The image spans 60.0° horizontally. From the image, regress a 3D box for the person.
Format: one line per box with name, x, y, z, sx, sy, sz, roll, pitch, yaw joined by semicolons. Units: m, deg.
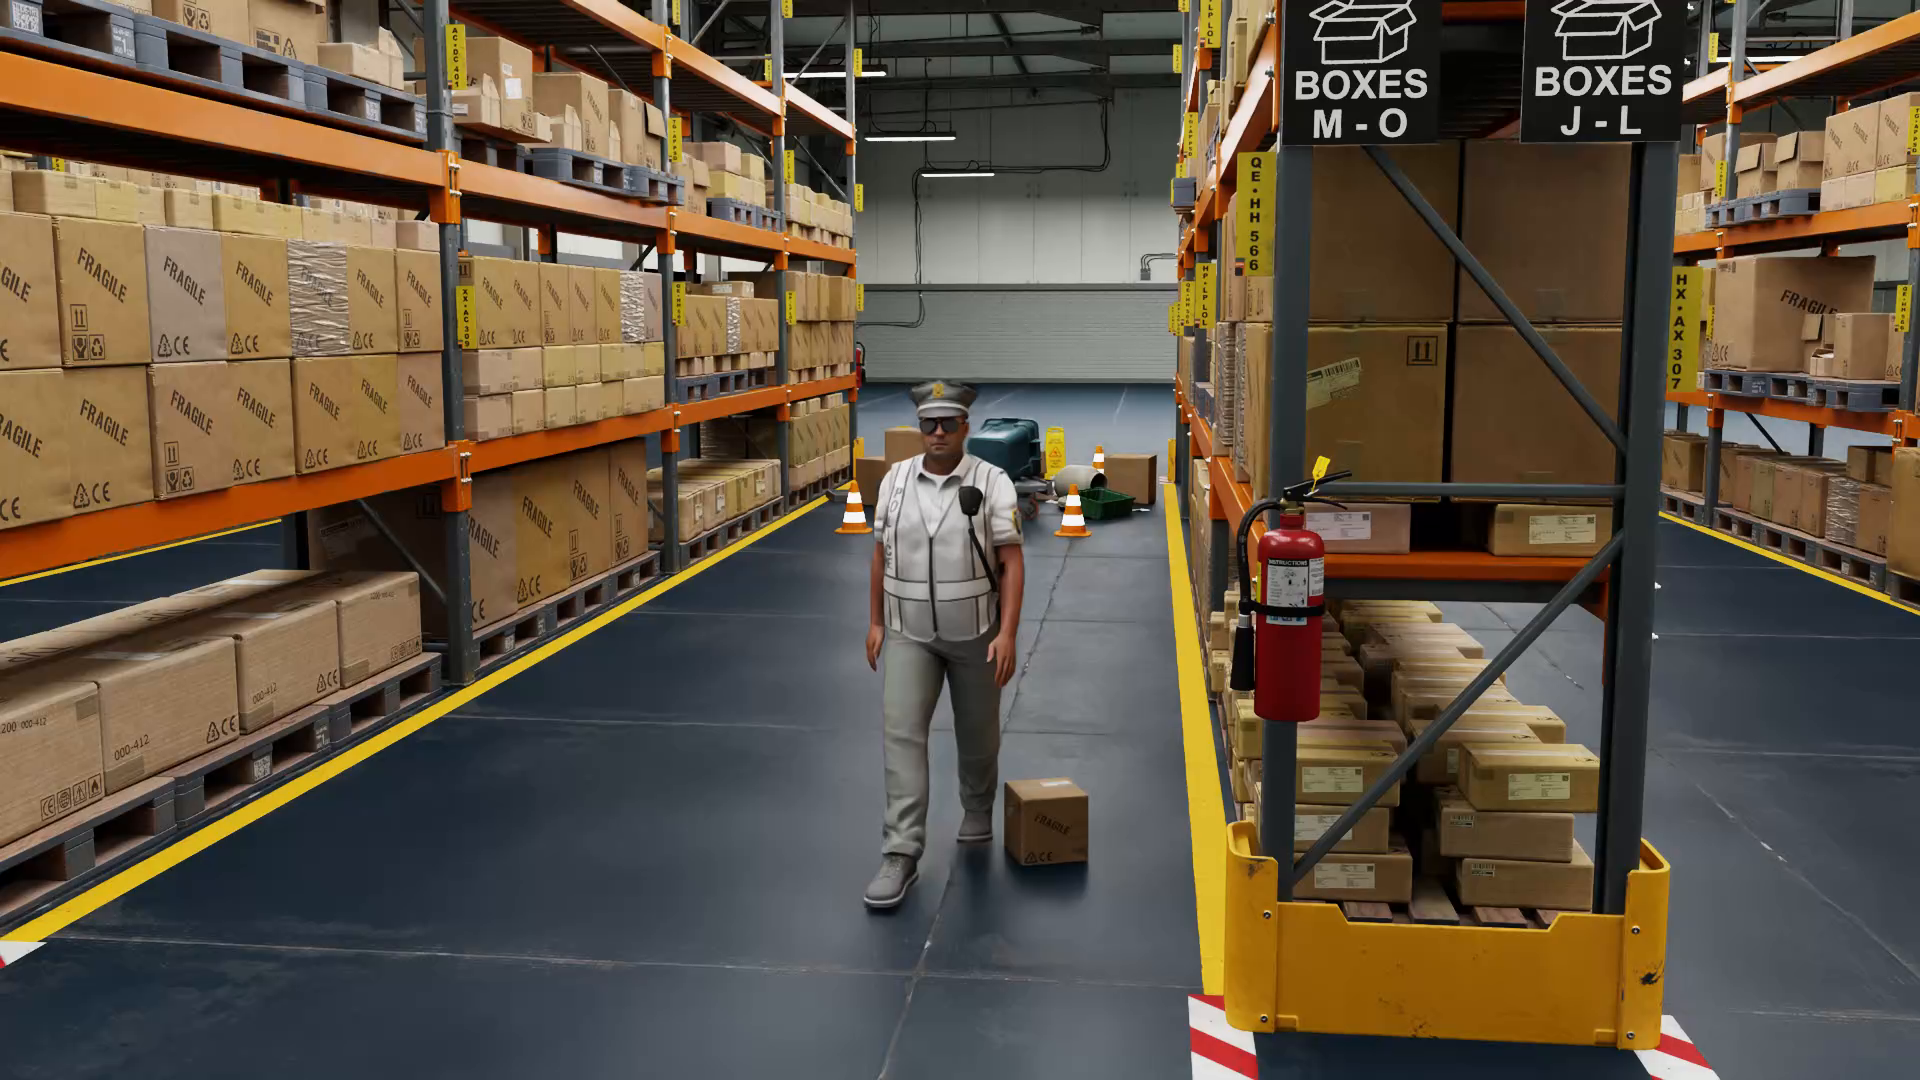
person;-0.076;0.309;5.823;0.602;1.719;0.984;1;8;9
